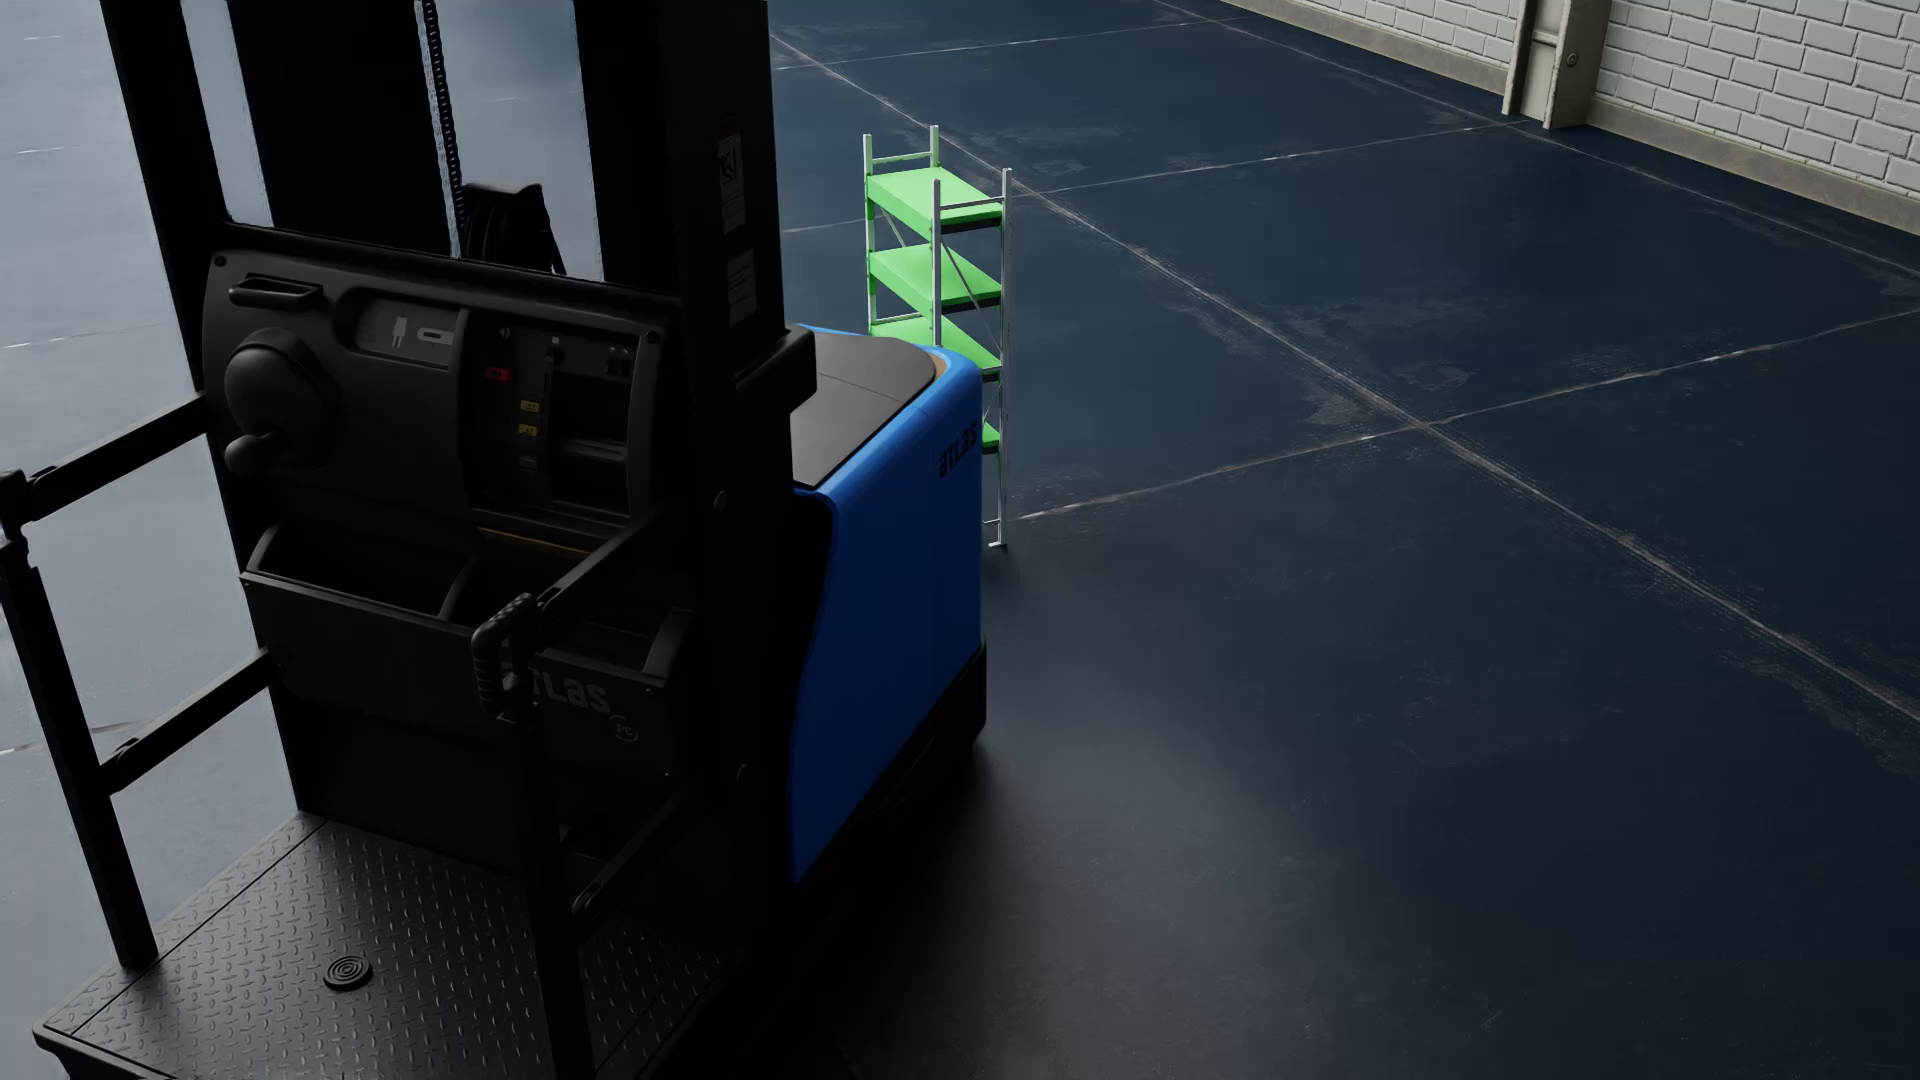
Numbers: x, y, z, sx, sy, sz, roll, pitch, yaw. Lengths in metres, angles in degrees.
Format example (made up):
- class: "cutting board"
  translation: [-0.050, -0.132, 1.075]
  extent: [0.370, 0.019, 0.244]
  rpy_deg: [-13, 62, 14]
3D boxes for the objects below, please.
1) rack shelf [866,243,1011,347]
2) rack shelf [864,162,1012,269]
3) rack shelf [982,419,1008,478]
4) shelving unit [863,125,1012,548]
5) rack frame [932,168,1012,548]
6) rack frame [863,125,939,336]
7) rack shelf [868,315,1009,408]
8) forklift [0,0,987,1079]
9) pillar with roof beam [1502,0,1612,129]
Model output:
- class: "rack shelf"
  translation: [-0.071, -0.750, 5.001]
  extent: [0.258, 0.148, 0.480]
  rpy_deg: [-13, 32, -22]
- class: "rack shelf"
  translation: [-0.071, -0.959, 4.883]
  extent: [0.258, 0.148, 0.480]
  rpy_deg: [-13, 32, -22]
- class: "rack shelf"
  translation: [-0.071, -0.331, 5.236]
  extent: [0.258, 0.148, 0.480]
  rpy_deg: [-13, 32, -22]
- class: "shelving unit"
  translation: [-0.071, -0.596, 5.087]
  extent: [0.258, 1.200, 0.503]
  rpy_deg: [-13, 32, -22]
- class: "rack frame"
  translation: [0.034, -0.489, 4.895]
  extent: [0.240, 1.200, 0.015]
  rpy_deg: [-13, 32, -22]
- class: "rack frame"
  translation: [-0.176, -0.704, 5.279]
  extent: [0.240, 1.200, 0.015]
  rpy_deg: [-13, 32, -22]
- class: "rack shelf"
  translation: [-0.071, -0.541, 5.118]
  extent: [0.258, 0.148, 0.480]
  rpy_deg: [-13, 32, -22]
- class: "forklift"
  translation: [-0.979, -0.204, 2.617]
  extent: [1.130, 2.935, 3.031]
  rpy_deg: [12, 31, 20]
- class: "pillar with roof beam"
  translation: [-0.511, -5.458, 5.784]
  extent: [9.100, 9.000, 0.400]
  rpy_deg: [-13, 32, -22]
